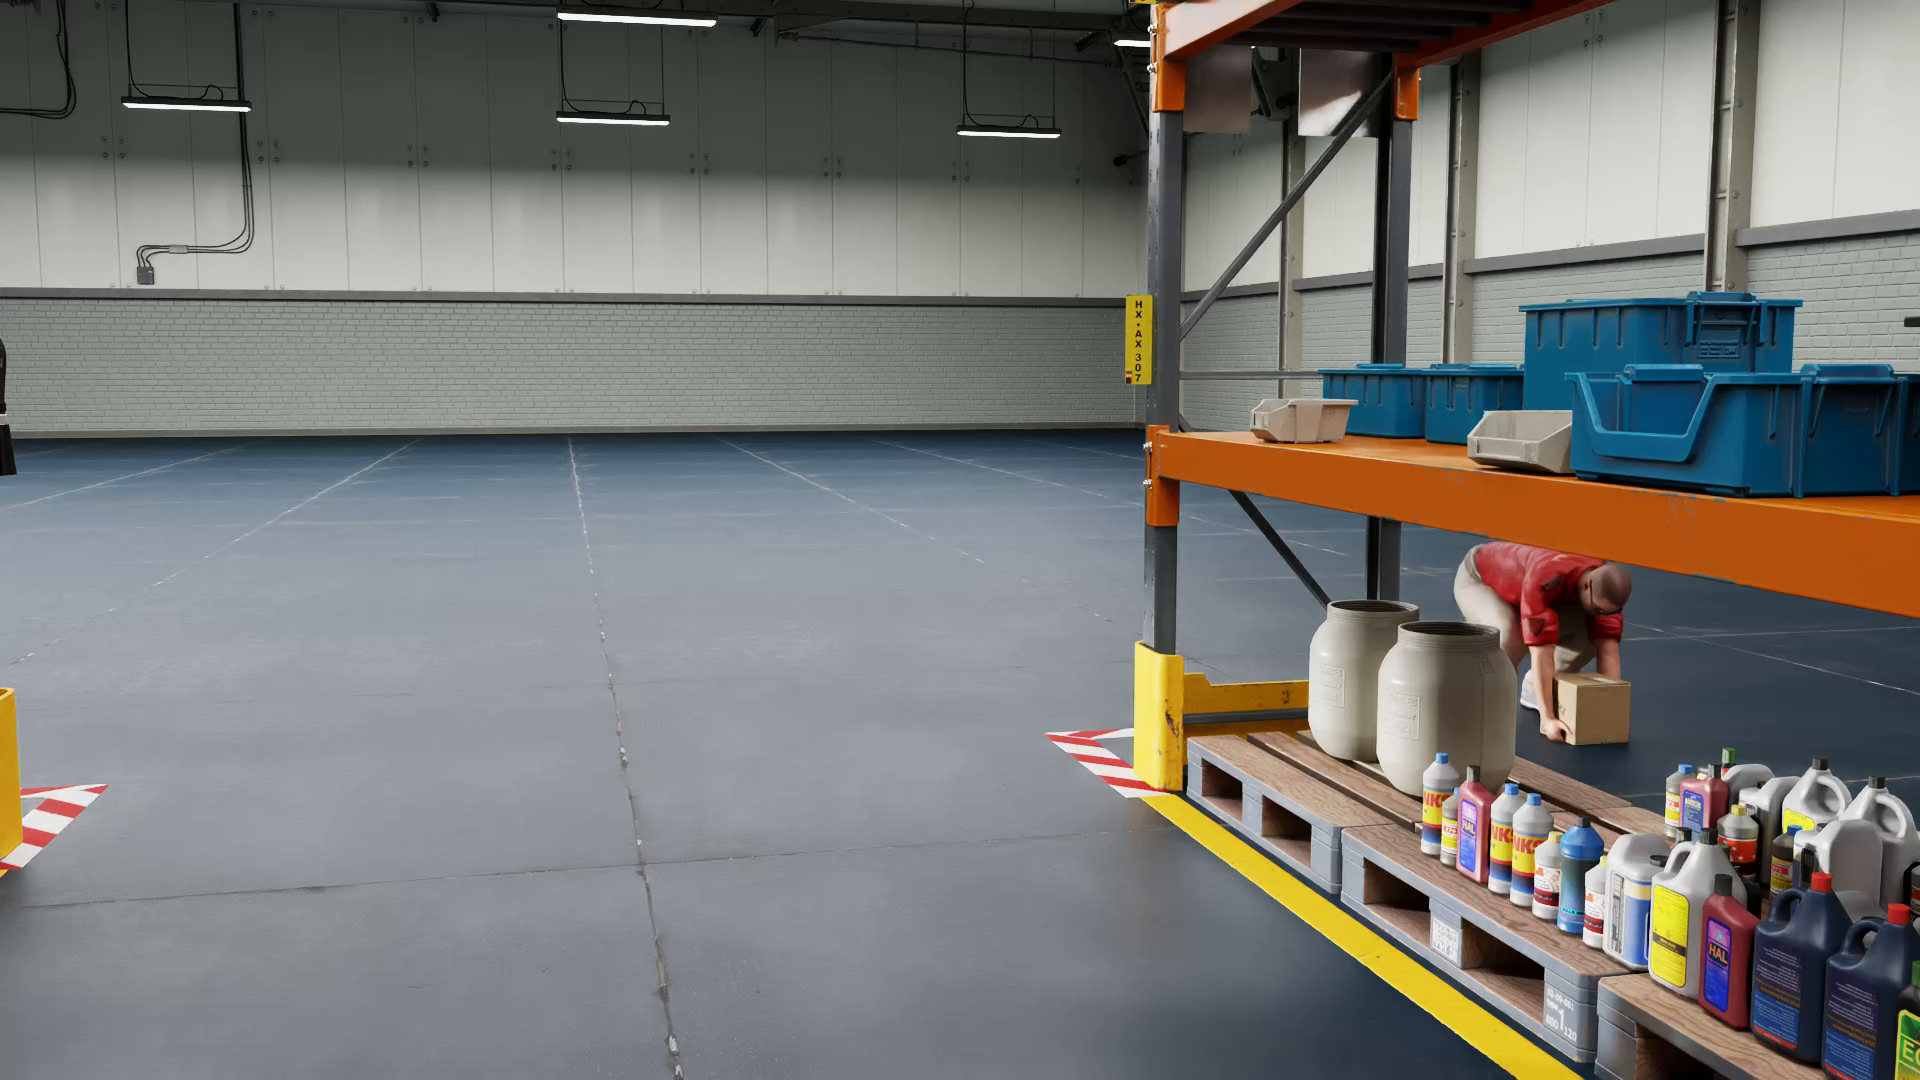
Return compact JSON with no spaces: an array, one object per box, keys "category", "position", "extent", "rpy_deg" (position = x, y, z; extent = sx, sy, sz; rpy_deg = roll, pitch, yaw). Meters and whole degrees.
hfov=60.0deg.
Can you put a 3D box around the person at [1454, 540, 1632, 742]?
[{"category":"person","position":[2.537,0.408,7.203],"extent":[0.536,0.814,0.954],"rpy_deg":[-2,6,-15]}]
